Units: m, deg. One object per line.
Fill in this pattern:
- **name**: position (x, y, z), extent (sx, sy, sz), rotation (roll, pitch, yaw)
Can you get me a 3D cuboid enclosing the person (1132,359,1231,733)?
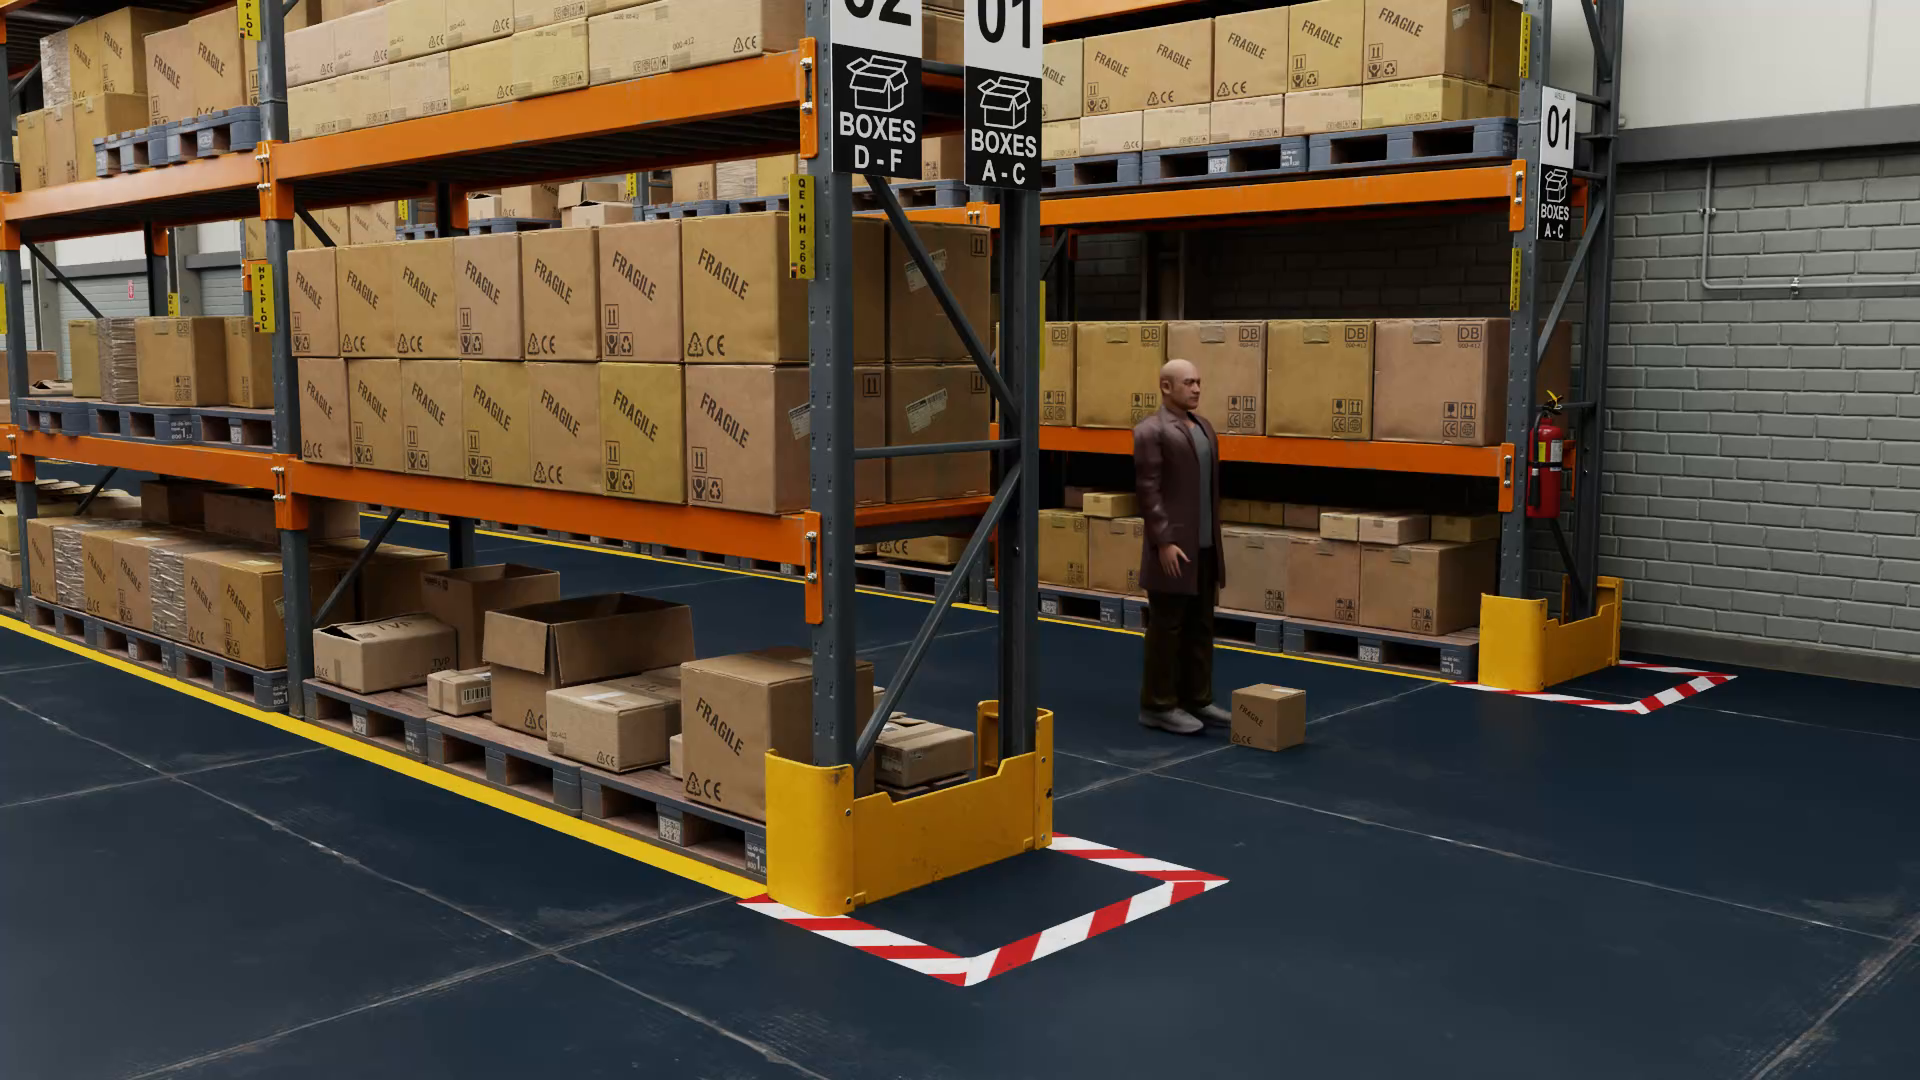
- **person**: position (1.110, 0.026, 8.043), extent (0.405, 1.791, 0.583), rotation (7, 10, 44)
